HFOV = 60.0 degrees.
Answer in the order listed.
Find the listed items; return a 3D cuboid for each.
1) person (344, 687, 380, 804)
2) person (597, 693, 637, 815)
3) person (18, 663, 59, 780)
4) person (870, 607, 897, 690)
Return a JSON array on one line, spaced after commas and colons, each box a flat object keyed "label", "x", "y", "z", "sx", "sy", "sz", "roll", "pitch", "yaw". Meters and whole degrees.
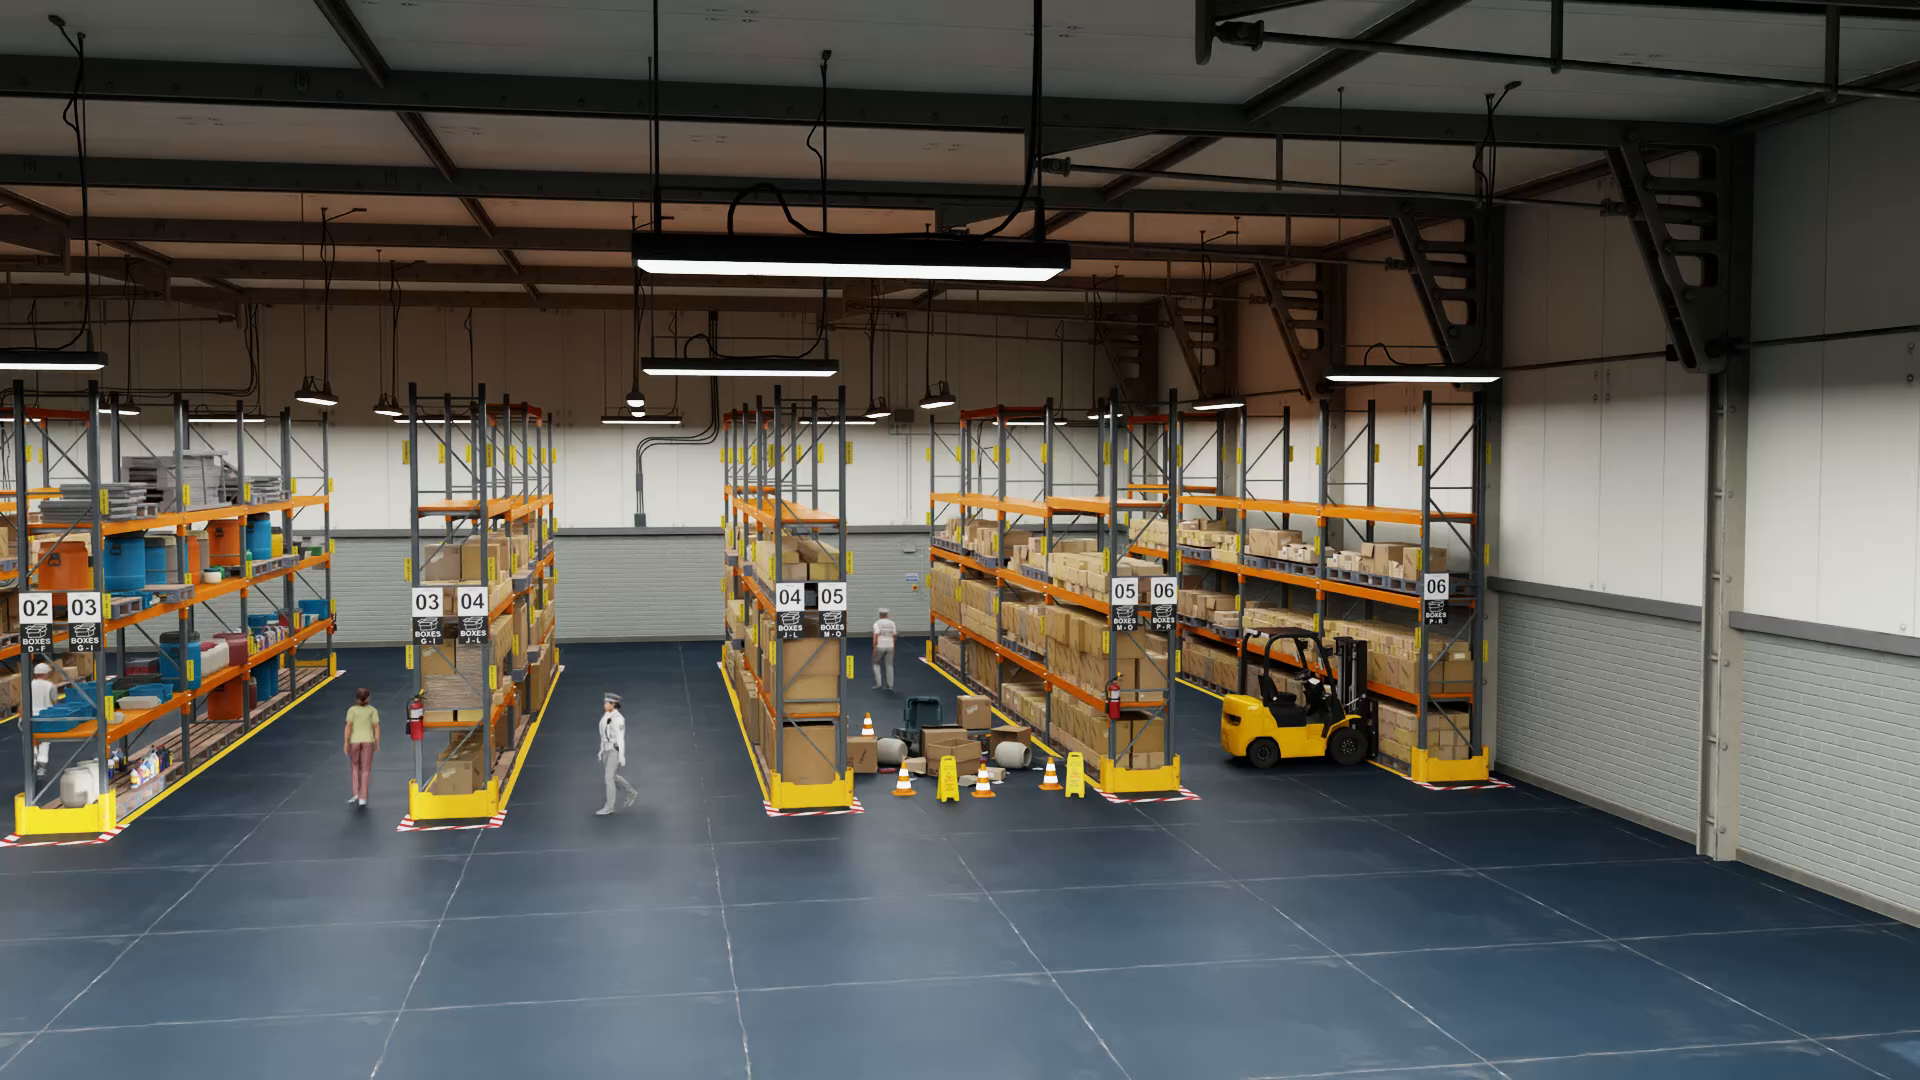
[{"label": "person", "x": -8.597, "y": 2.983, "z": 23.914, "sx": 0.489, "sy": 1.715, "sz": 0.595, "roll": -1, "pitch": 3, "yaw": -17}, {"label": "person", "x": -4.837, "y": 2.972, "z": 23.392, "sx": 0.720, "sy": 1.674, "sz": 0.456, "roll": -2, "pitch": 4, "yaw": -36}, {"label": "person", "x": -14.232, "y": 2.797, "z": 25.695, "sx": 0.579, "sy": 1.783, "sz": 0.458, "roll": -1, "pitch": 3, "yaw": -18}, {"label": "person", "x": -1.602, "y": 2.344, "z": 35.491, "sx": 0.579, "sy": 1.825, "sz": 0.543, "roll": -2, "pitch": 3, "yaw": -29}]
